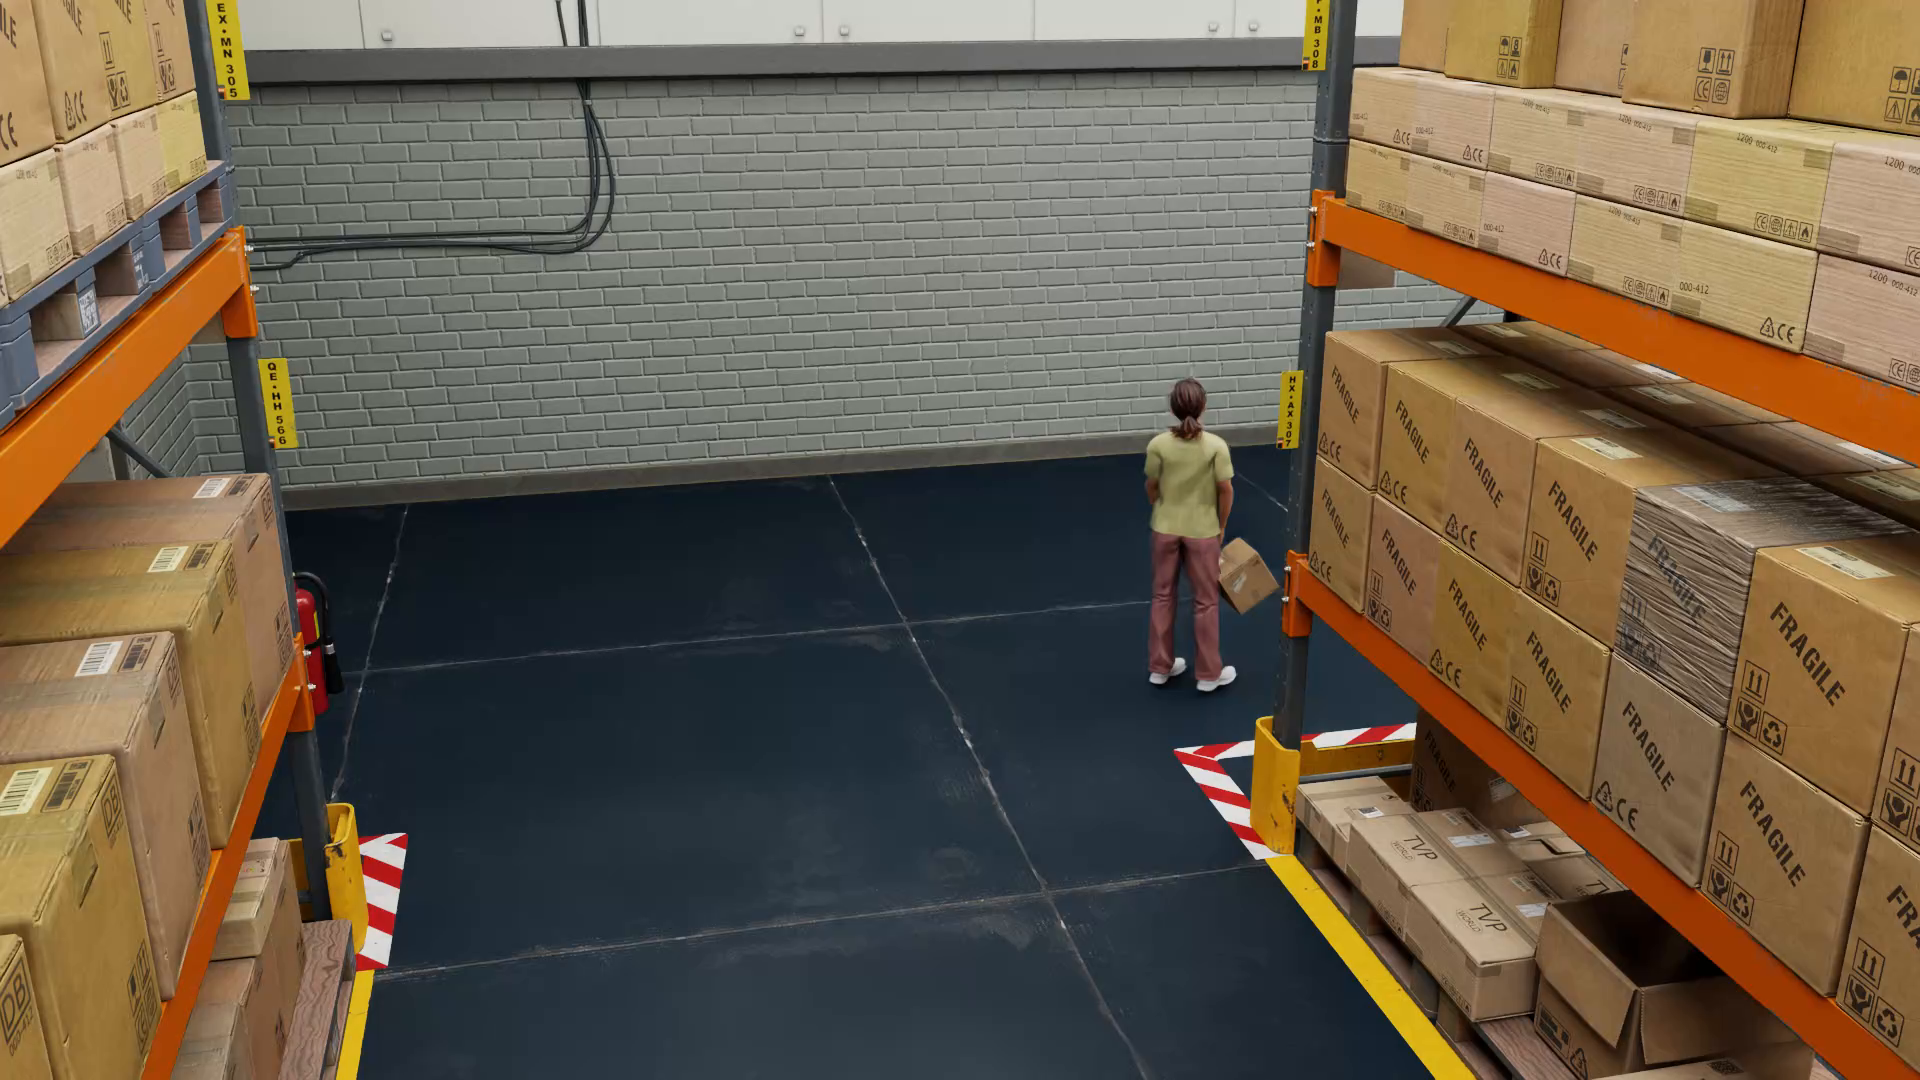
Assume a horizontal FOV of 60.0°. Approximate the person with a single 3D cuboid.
[{"bbox_3d":[1.196,-0.021,8.578,0.516,1.686,0.433,5,20,13],"label":"person"}]
